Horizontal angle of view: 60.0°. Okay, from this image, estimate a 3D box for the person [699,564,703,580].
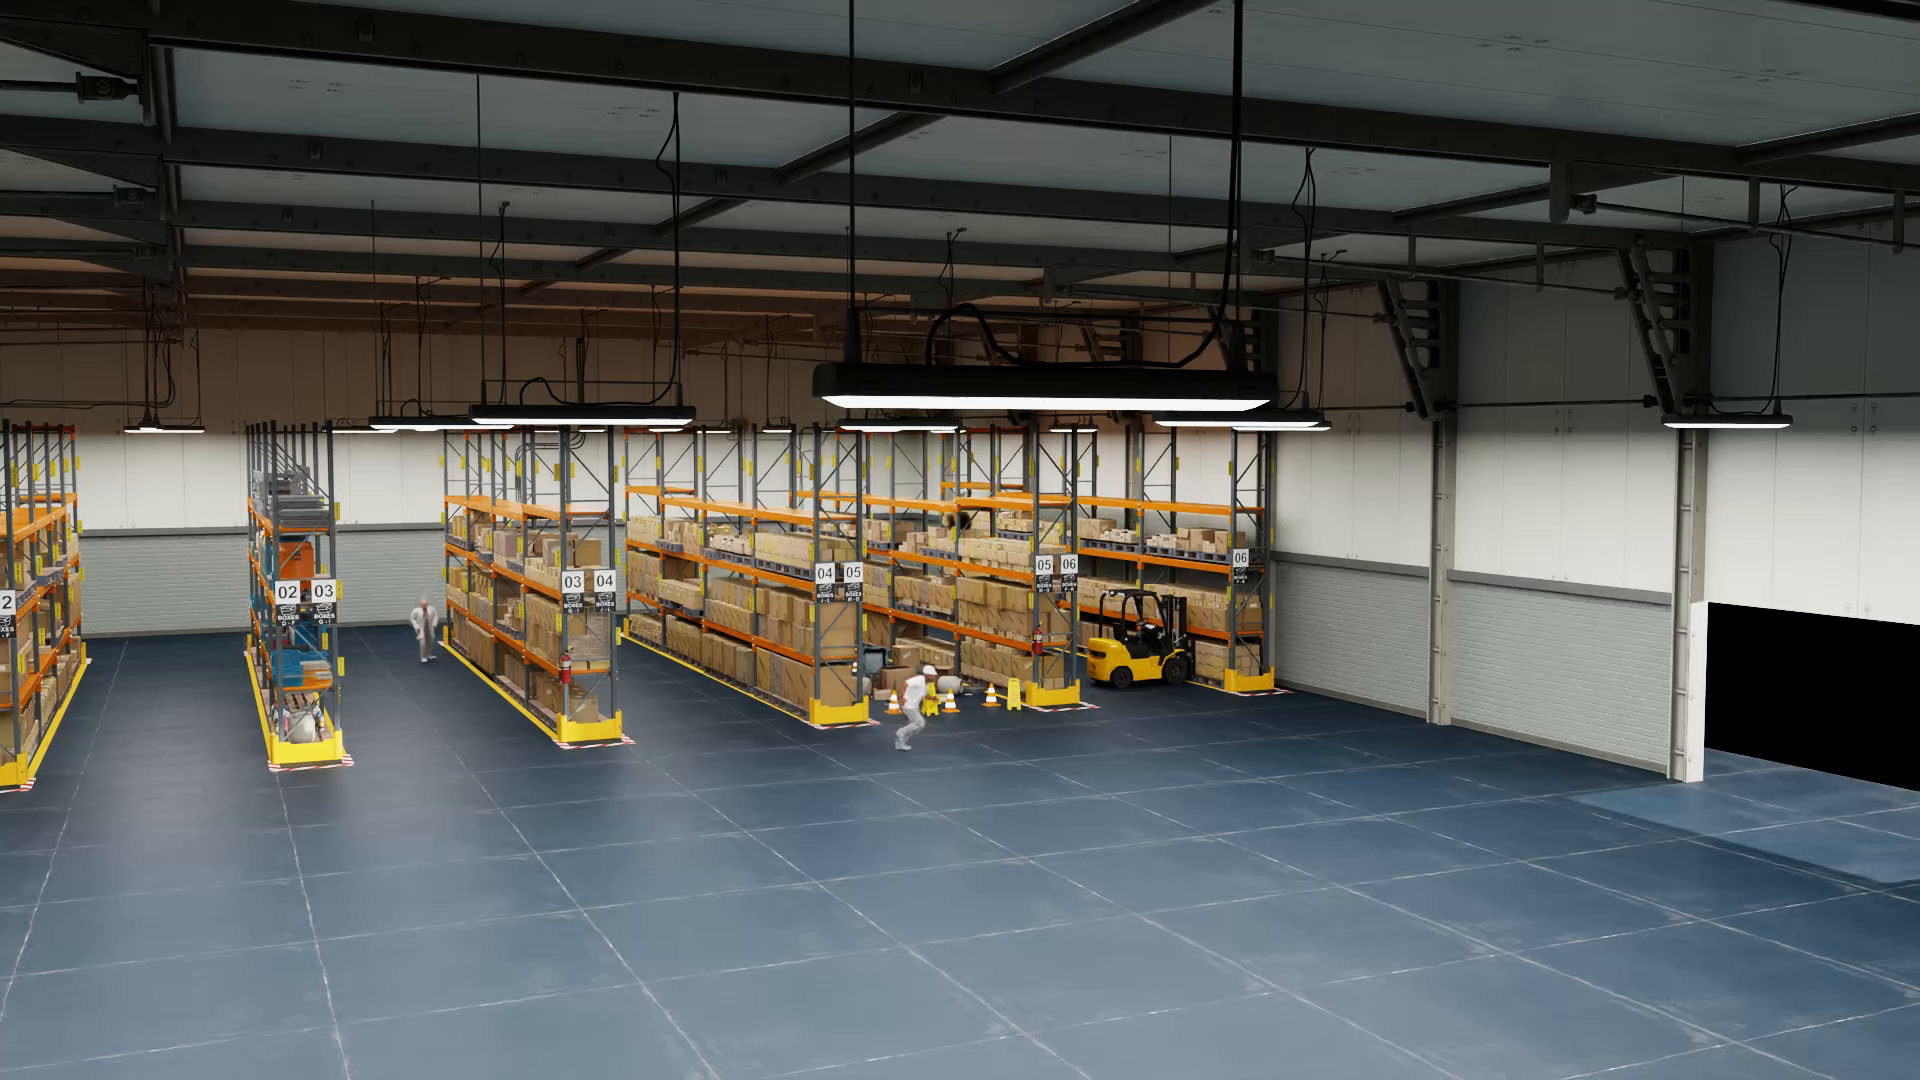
[{"bbox_3d":[-8.152,1.621,51.494,0.645,1.838,0.760,2,4,30],"label":"person"}]

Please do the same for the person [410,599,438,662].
[{"bbox_3d":[-13.565,2.273,42.132,0.741,1.631,0.894,-3,4,-37],"label":"person"}]

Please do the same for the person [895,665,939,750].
[{"bbox_3d":[-0.804,3.049,30.149,0.830,1.573,0.735,1,4,20],"label":"person"}]
